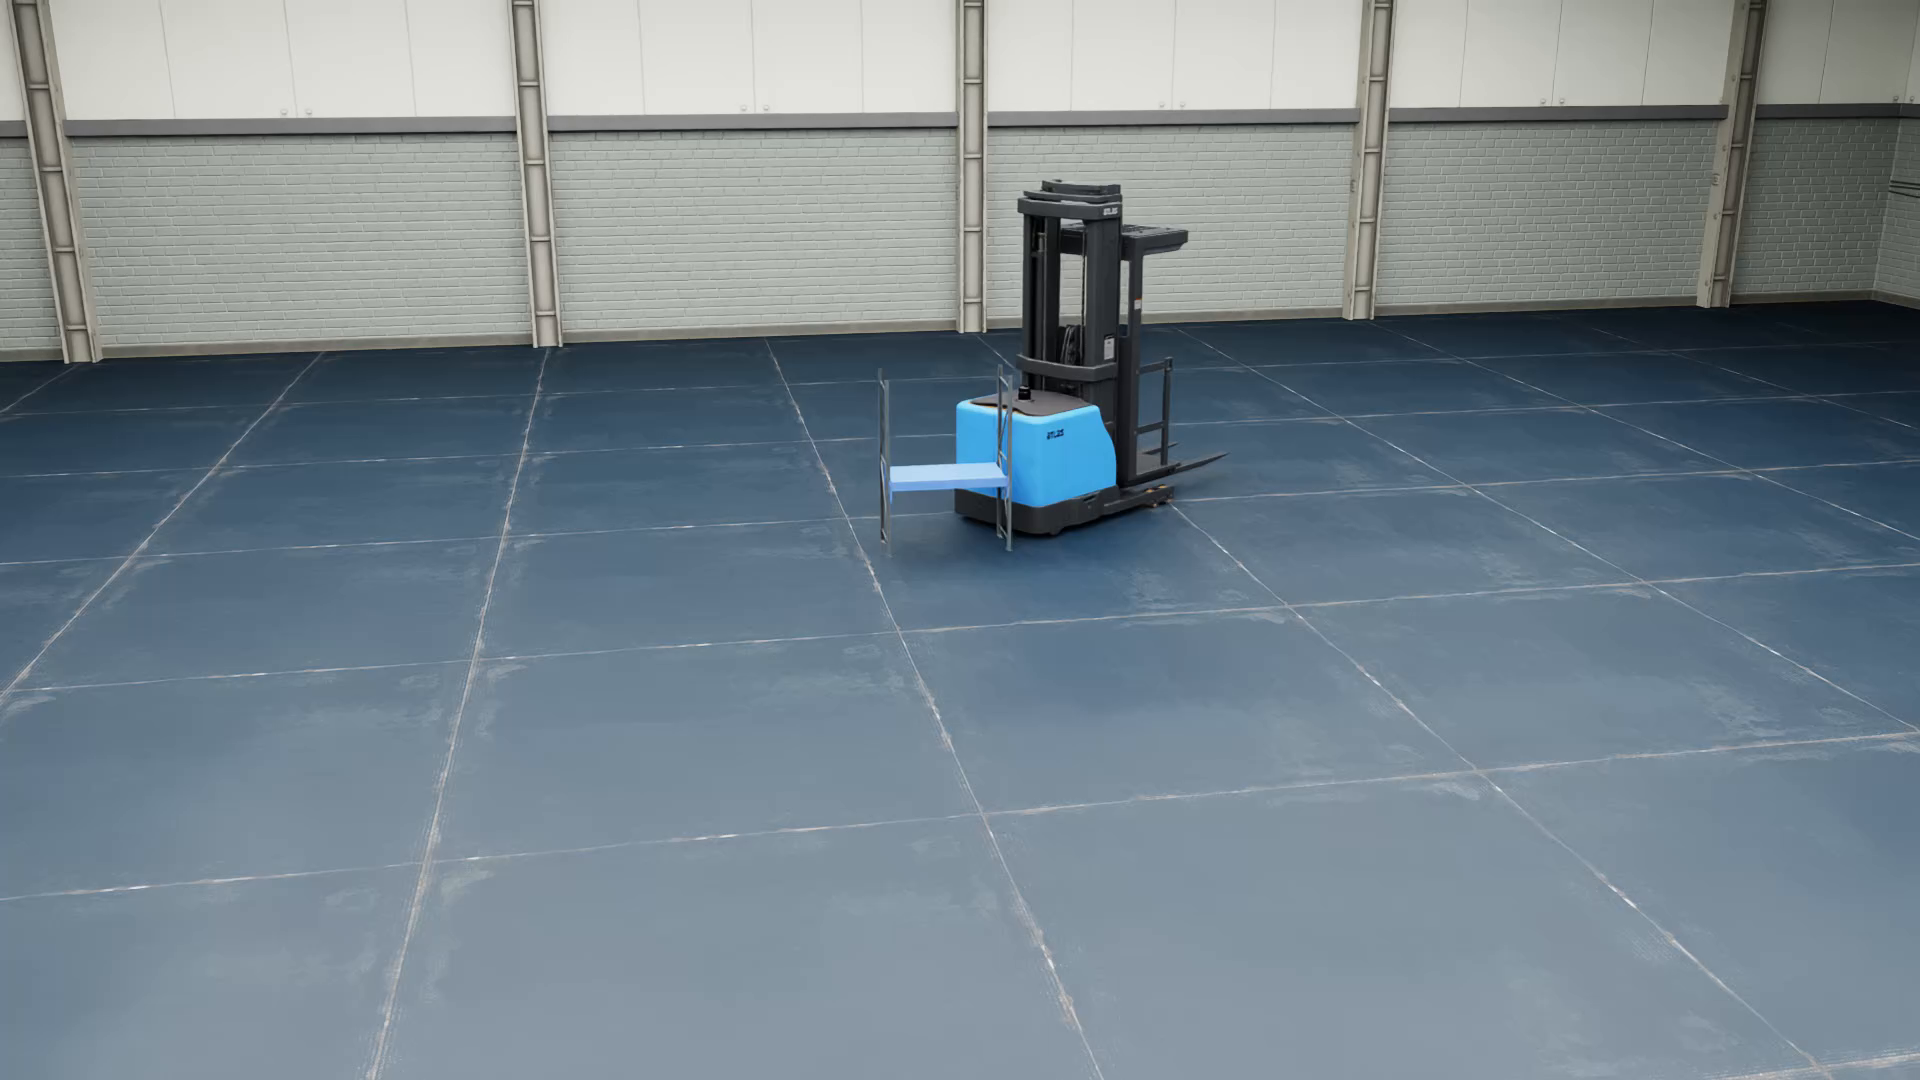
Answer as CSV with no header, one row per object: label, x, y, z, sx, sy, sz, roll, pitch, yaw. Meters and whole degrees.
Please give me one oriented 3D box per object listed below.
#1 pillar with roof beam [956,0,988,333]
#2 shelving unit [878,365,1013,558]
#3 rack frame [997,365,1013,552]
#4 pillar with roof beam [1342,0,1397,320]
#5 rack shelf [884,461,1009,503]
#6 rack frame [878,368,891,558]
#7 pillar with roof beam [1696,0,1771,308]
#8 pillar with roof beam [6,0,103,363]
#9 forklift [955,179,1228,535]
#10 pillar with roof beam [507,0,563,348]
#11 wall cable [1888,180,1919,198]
pillar with roof beam,0.979,-6.108,18.871,0.400,9.000,9.100,-3,17,-10
shelving unit,-0.127,-0.665,13.923,1.048,1.500,0.538,-3,17,-9
rack frame,0.375,-0.689,14.001,0.032,1.500,0.500,-3,17,-9
pillar with roof beam,6.870,-6.442,19.959,0.400,9.000,9.100,-3,17,-10
rack shelf,-0.127,-0.493,13.975,1.000,0.185,0.538,-3,17,-9
rack frame,-0.629,-0.641,13.844,0.032,1.500,0.500,-3,17,-9
pillar with roof beam,12.761,-6.776,21.047,0.400,9.000,9.100,-3,17,-10
pillar with roof beam,-10.803,-5.440,16.695,0.400,9.000,9.100,-3,17,-10
forklift,1.343,-1.794,15.162,1.130,2.935,3.031,16,23,42
pillar with roof beam,-4.912,-5.774,17.783,0.400,9.000,9.100,-3,17,-10
wall cable,15.088,-6.316,24.837,0.112,2.526,3.097,-3,17,-10
